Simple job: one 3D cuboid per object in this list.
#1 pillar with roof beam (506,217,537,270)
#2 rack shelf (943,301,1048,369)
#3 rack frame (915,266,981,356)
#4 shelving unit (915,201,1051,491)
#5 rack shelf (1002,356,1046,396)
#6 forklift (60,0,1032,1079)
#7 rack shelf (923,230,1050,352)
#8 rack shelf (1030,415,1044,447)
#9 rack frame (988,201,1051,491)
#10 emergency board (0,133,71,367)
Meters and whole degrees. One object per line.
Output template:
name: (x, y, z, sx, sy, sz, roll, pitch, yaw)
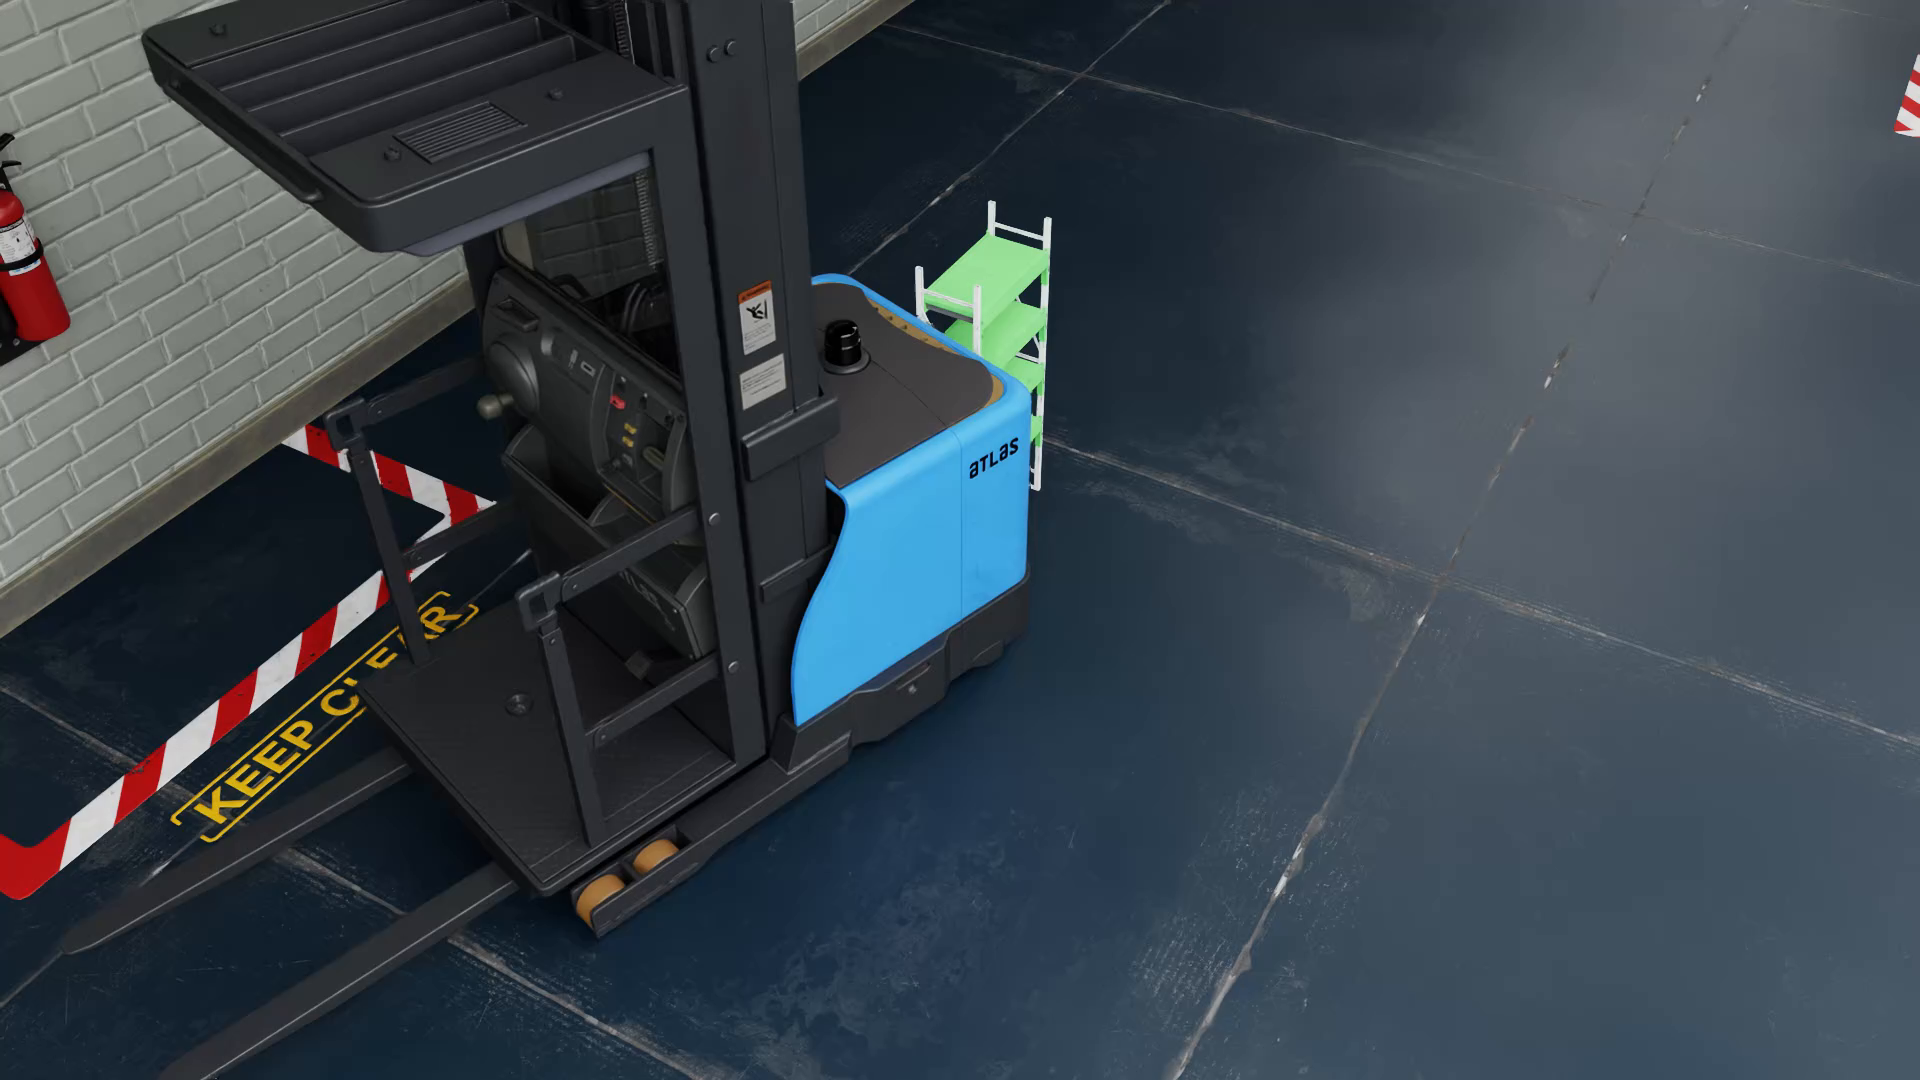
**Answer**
pillar with roof beam: (1.872, -3.196, 3.070, 9.100, 9.000, 0.400, 21, 45, 22)
rack shelf: (0.083, -0.677, 5.845, 0.258, 0.148, 0.480, 21, 45, 22)
rack frame: (-0.039, -0.405, 5.802, 0.240, 1.200, 0.015, 21, 45, 22)
shelving unit: (0.083, -0.545, 5.961, 0.258, 1.200, 0.503, 21, 45, 22)
rack shelf: (0.083, -0.497, 6.003, 0.258, 0.148, 0.480, 21, 45, 22)
forklift: (-1.181, -0.333, 4.410, 3.031, 2.935, 1.130, -32, 50, -31)
rack shelf: (0.083, -0.857, 5.686, 0.258, 0.148, 0.480, 21, 45, 22)
rack shelf: (0.083, -0.317, 6.162, 0.258, 0.148, 0.480, 21, 45, 22)
rack frame: (0.205, -0.685, 6.120, 0.240, 1.200, 0.015, 21, 45, 22)
emergency board: (-3.125, -0.966, 5.078, 0.194, 1.169, 0.643, 21, 45, 22)
